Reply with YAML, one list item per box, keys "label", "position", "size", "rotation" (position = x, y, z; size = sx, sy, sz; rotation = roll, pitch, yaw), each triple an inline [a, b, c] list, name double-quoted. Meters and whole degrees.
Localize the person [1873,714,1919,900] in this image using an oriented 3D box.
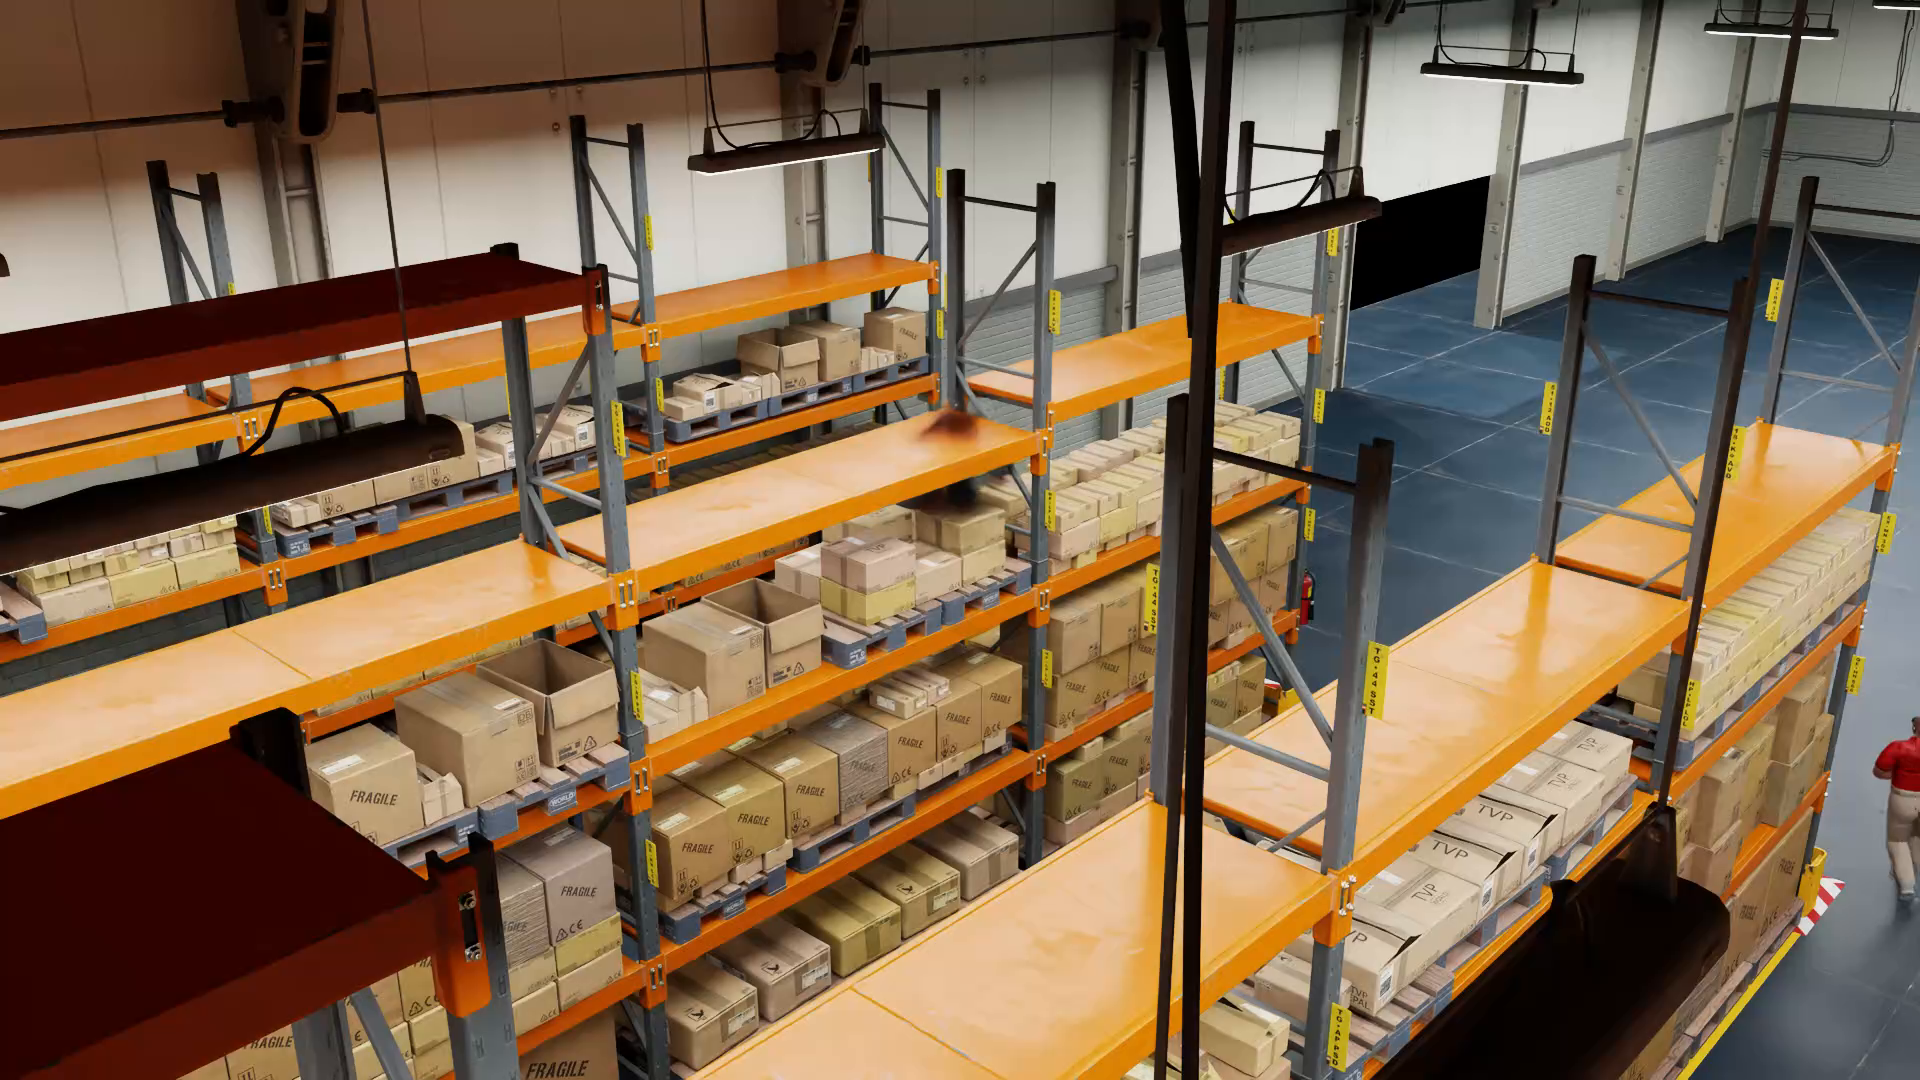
- label: "person"
  position: [7.965, 2.245, 13.946]
  size: [0.658, 1.720, 0.766]
  rotation: [5, 22, 14]
